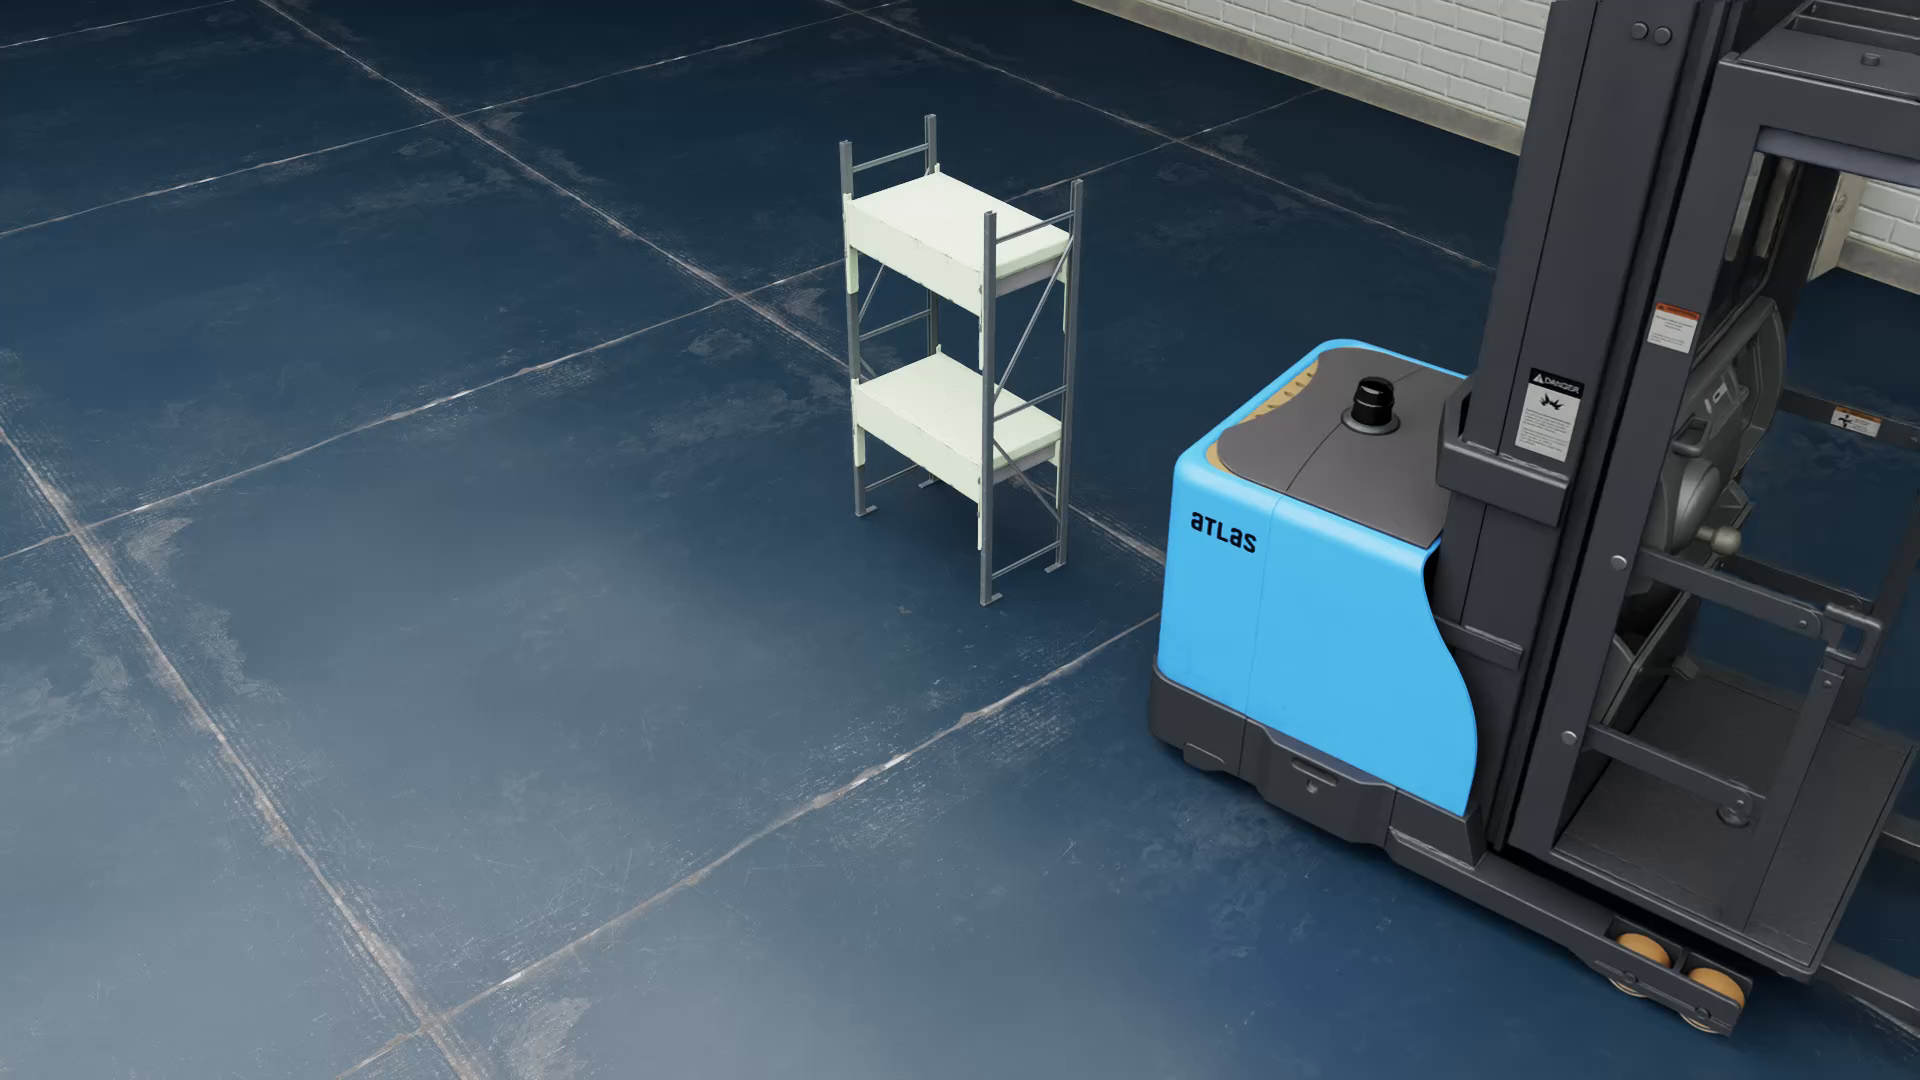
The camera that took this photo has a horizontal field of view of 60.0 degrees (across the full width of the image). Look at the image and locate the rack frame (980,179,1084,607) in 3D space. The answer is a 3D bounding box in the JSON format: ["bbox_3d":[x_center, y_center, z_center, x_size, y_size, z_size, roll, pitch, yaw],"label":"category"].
[{"bbox_3d":[0.232,-0.453,5.593,0.400,1.500,0.023,-26,43,-32],"label":"rack frame"}]

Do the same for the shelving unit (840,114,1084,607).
[{"bbox_3d":[-0.004,-0.615,5.821,0.431,1.500,0.755,-26,43,-32],"label":"shelving unit"}]

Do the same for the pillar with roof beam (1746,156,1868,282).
[{"bbox_3d":[0.783,-3.452,3.338,9.100,9.000,0.400,-26,43,-32],"label":"pillar with roof beam"}]

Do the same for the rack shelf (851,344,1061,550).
[{"bbox_3d":[-0.004,-0.349,6.009,0.431,0.370,0.720,-26,43,-32],"label":"rack shelf"}]

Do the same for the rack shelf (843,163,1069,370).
[{"bbox_3d":[-0.004,-0.933,5.595,0.431,0.370,0.720,-26,43,-32],"label":"rack shelf"}]

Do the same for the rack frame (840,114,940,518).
[{"bbox_3d":[-0.241,-0.777,6.049,0.400,1.500,0.023,-26,43,-32],"label":"rack frame"}]

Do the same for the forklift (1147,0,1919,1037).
[{"bbox_3d":[2.069,-0.242,4.056,3.031,2.935,1.130,24,42,30],"label":"forklift"}]
